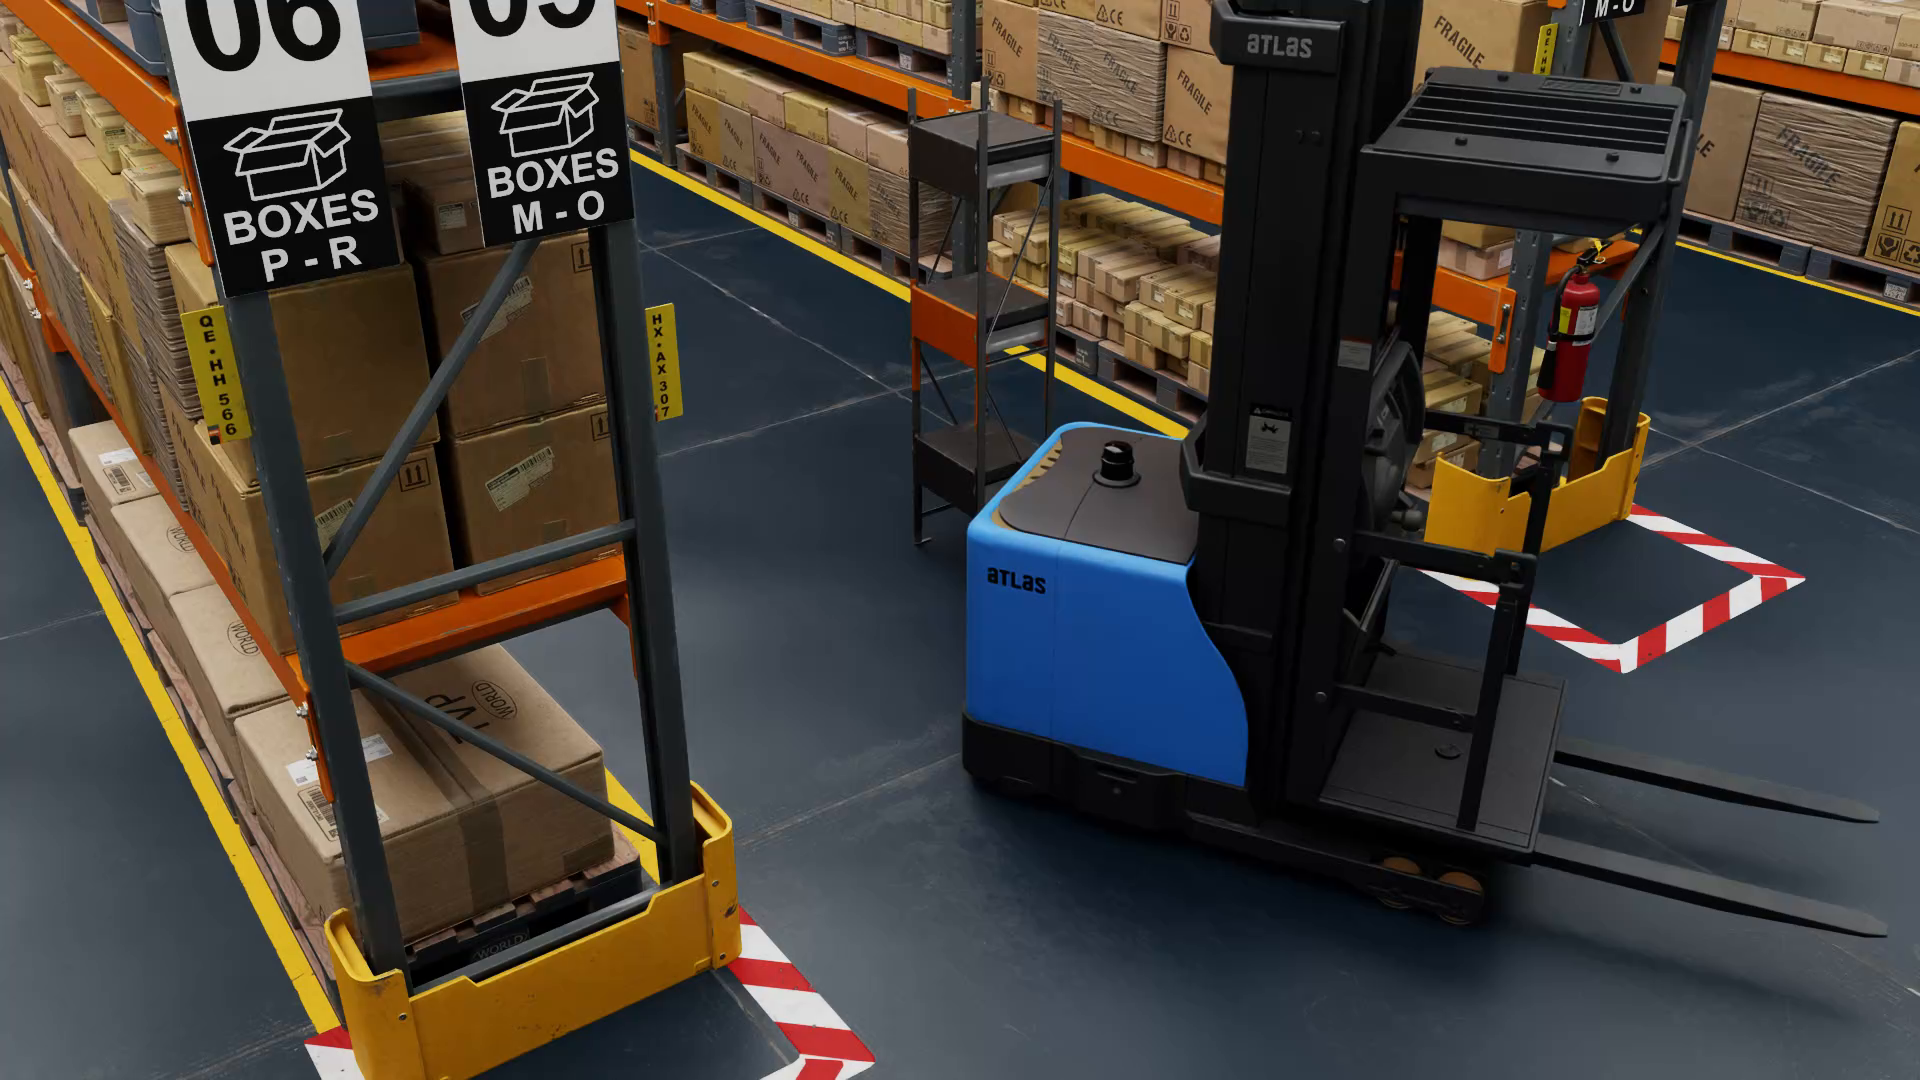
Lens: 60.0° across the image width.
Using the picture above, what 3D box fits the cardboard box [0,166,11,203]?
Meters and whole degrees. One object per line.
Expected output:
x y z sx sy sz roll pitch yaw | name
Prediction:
-4.036 -1.723 7.412 0.500 0.250 0.500 -19 34 -31 | cardboard box

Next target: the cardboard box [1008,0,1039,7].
0.454 -3.245 9.119 0.500 0.500 0.500 -18 33 -29 | cardboard box

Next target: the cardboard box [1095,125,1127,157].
0.943 -2.171 8.867 0.380 0.149 0.250 -18 33 -30 | cardboard box

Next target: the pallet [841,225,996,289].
-0.062 -1.951 11.122 1.003 0.211 1.213 -19 34 -31 | pallet

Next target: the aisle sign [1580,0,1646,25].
2.509 -2.350 6.211 0.394 0.787 0.004 -19 34 -31 | aisle sign

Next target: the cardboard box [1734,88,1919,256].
5.846 -2.484 10.968 0.875 0.875 0.875 -19 34 -31 | cardboard box

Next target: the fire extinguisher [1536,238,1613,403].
2.482 -0.896 6.728 0.296 0.674 0.183 -19 34 -31 | fire extinguisher

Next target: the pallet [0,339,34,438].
-4.803 -0.993 9.357 1.003 0.211 1.213 -19 34 -31 | pallet

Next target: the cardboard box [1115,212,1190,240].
1.140 -1.818 9.878 0.380 0.149 0.250 -19 34 -31 | cardboard box

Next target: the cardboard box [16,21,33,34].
-3.266 -1.856 6.192 0.380 0.149 0.250 -19 34 -31 | cardboard box

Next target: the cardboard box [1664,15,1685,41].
4.999 -3.485 11.287 0.380 0.149 0.250 -19 34 -31 | cardboard box

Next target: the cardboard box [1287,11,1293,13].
1.640 -2.439 7.634 0.500 0.500 0.500 -17 33 -28 | cardboard box

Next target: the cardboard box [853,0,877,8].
-0.458 -3.484 10.533 0.380 0.149 0.250 -20 34 -32 | cardboard box

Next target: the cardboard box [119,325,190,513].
-2.343 -0.464 5.357 0.500 0.500 0.500 -18 33 -29 | cardboard box

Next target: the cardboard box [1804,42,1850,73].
5.591 -3.087 10.555 0.380 0.149 0.250 -19 34 -30 | cardboard box

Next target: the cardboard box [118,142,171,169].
-2.131 -1.041 4.691 0.380 0.149 0.250 -18 33 -30 | cardboard box

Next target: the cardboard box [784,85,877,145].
-0.852 -2.915 11.367 0.500 0.250 0.500 -20 35 -33 | cardboard box

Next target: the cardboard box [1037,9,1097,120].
0.766 -2.596 8.971 0.500 0.500 0.500 -19 34 -31 | cardboard box

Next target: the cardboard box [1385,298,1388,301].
2.020 -1.201 8.743 0.380 0.149 0.250 -17 33 -29 | cardboard box

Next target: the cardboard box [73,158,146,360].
-2.347 -0.903 5.117 0.500 0.500 0.500 -19 34 -31 | cardboard box

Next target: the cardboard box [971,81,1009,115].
0.289 -2.563 9.590 0.380 0.149 0.250 -17 33 -29 | cardboard box

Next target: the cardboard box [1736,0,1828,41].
5.418 -3.429 10.767 0.500 0.250 0.500 -19 34 -31 | cardboard box

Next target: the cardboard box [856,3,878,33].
-0.440 -3.344 10.587 0.380 0.149 0.250 -21 35 -33 | cardboard box

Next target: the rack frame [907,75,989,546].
-0.046 -0.953 7.305 0.400 2.100 0.015 -19 34 -31 | rack frame

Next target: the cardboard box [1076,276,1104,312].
0.886 -1.443 9.500 0.380 0.149 0.250 -21 35 -33 | cardboard box

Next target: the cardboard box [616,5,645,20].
-2.719 -4.226 14.305 1.050 0.750 0.750 -18 33 -30 | cardboard box

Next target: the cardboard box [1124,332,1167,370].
1.126 -1.082 9.147 0.380 0.149 0.250 -20 34 -32 | cardboard box

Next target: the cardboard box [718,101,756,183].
-1.432 -2.975 12.265 0.500 0.500 0.500 -18 33 -30 | cardboard box

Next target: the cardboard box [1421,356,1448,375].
2.099 -0.762 7.933 0.380 0.149 0.250 -18 33 -30 | cardboard box

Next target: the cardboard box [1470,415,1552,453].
2.668 -0.543 8.155 0.380 0.149 0.250 -18 33 -30 | cardboard box

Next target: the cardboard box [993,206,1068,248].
0.422 -1.876 9.985 0.380 0.149 0.250 -17 33 -29 | cardboard box

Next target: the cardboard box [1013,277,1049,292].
0.495 -1.472 9.865 0.380 0.149 0.250 -18 33 -29 | cardboard box

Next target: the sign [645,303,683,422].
-0.807 -0.476 4.494 0.100 0.325 0.005 -19 34 -31 | sign

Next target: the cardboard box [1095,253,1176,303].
0.972 -1.451 9.203 0.380 0.149 0.250 -18 33 -30 | cardboard box

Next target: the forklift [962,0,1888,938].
1.571 -0.321 5.270 3.031 2.935 1.130 12 31 21 | forklift

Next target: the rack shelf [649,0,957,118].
-0.769 -3.336 11.503 1.077 0.370 4.000 -19 34 -31 | rack shelf

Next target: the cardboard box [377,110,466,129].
-1.677 -1.205 4.994 0.380 0.149 0.250 -20 34 -32 | cardboard box

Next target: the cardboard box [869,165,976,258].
-0.243 -2.178 10.797 0.500 0.500 0.500 -19 34 -32 | cardboard box

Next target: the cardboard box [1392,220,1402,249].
2.021 -1.458 7.554 0.380 0.149 0.250 -19 34 -31 | cardboard box

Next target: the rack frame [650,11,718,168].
-1.929 -4.429 12.763 1.000 3.000 0.127 -19 34 -31 | rack frame

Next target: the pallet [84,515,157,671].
-3.205 0.078 7.385 1.003 0.211 1.213 -19 34 -31 | pallet

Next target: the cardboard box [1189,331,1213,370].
1.425 -1.012 8.706 0.380 0.149 0.250 -17 33 -28 | cardboard box

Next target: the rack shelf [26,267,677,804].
-2.422 -0.371 6.044 1.077 0.370 4.000 -19 34 -31 | rack shelf

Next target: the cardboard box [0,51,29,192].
-3.503 -1.696 6.577 0.500 0.500 0.500 -19 34 -30 | cardboard box

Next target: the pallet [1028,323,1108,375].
0.810 -1.398 10.102 1.003 0.211 1.213 -19 34 -31 | pallet

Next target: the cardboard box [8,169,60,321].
-3.524 -1.254 6.811 0.500 0.500 0.500 -18 33 -29 | cardboard box

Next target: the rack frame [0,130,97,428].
-3.582 -1.465 7.304 1.000 3.000 0.127 -19 34 -31 | rack frame

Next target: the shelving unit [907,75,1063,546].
0.096 -0.858 7.130 0.431 2.100 0.503 -19 34 -31 | shelving unit

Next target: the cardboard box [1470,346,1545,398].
2.684 -0.810 8.023 0.380 0.149 0.250 -21 35 -33 | cardboard box

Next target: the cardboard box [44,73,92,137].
-2.743 -1.441 5.429 0.380 0.149 0.250 -19 34 -30 | cardboard box

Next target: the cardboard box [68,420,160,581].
-3.306 -0.250 7.311 0.875 0.438 0.875 -19 34 -31 | cardboard box

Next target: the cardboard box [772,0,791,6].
-1.063 -3.759 11.351 0.380 0.149 0.250 -18 33 -30 | cardboard box
